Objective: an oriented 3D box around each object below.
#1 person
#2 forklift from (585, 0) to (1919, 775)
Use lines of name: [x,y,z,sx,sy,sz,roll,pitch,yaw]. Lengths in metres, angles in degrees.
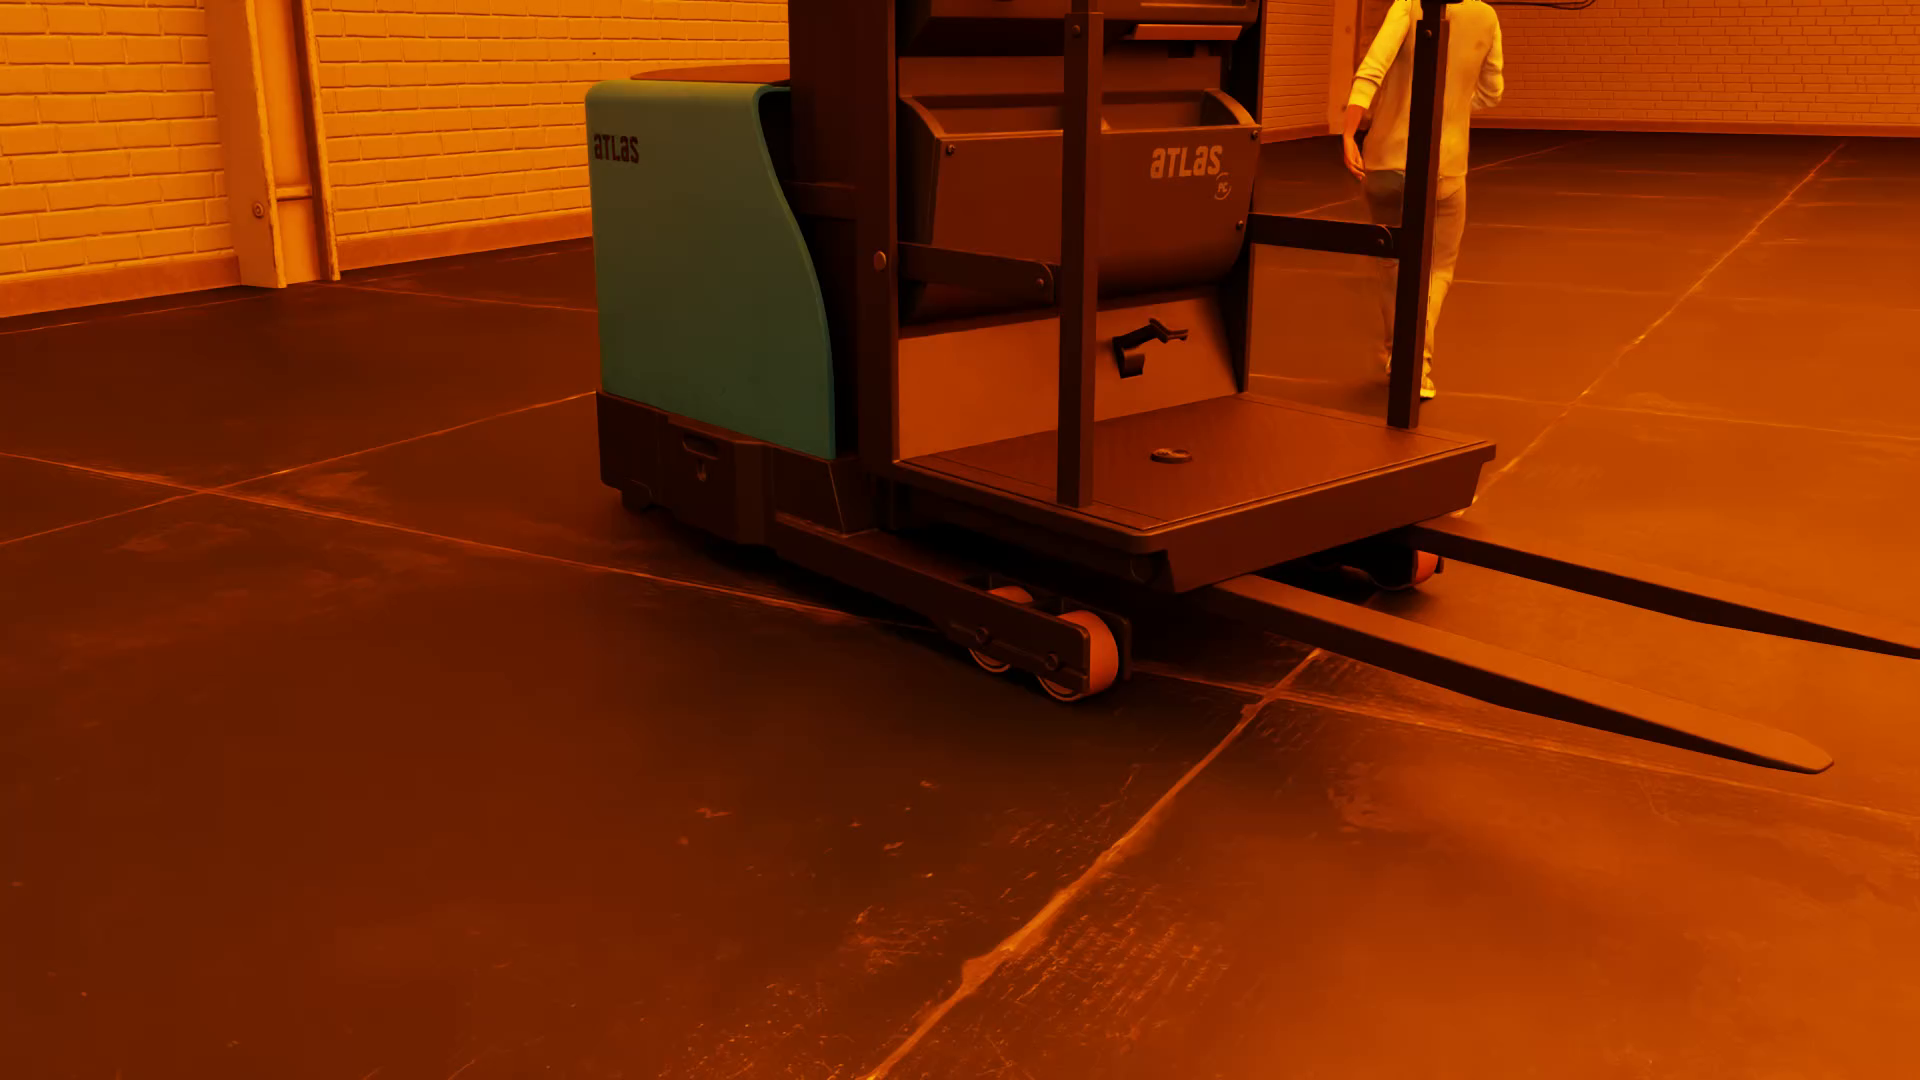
person: [1.544,-1.222,5.564,0.476,1.583,0.726,5,17,17]
forklift: [0.408,-1.271,3.168,1.130,2.935,3.031,-14,21,-39]
